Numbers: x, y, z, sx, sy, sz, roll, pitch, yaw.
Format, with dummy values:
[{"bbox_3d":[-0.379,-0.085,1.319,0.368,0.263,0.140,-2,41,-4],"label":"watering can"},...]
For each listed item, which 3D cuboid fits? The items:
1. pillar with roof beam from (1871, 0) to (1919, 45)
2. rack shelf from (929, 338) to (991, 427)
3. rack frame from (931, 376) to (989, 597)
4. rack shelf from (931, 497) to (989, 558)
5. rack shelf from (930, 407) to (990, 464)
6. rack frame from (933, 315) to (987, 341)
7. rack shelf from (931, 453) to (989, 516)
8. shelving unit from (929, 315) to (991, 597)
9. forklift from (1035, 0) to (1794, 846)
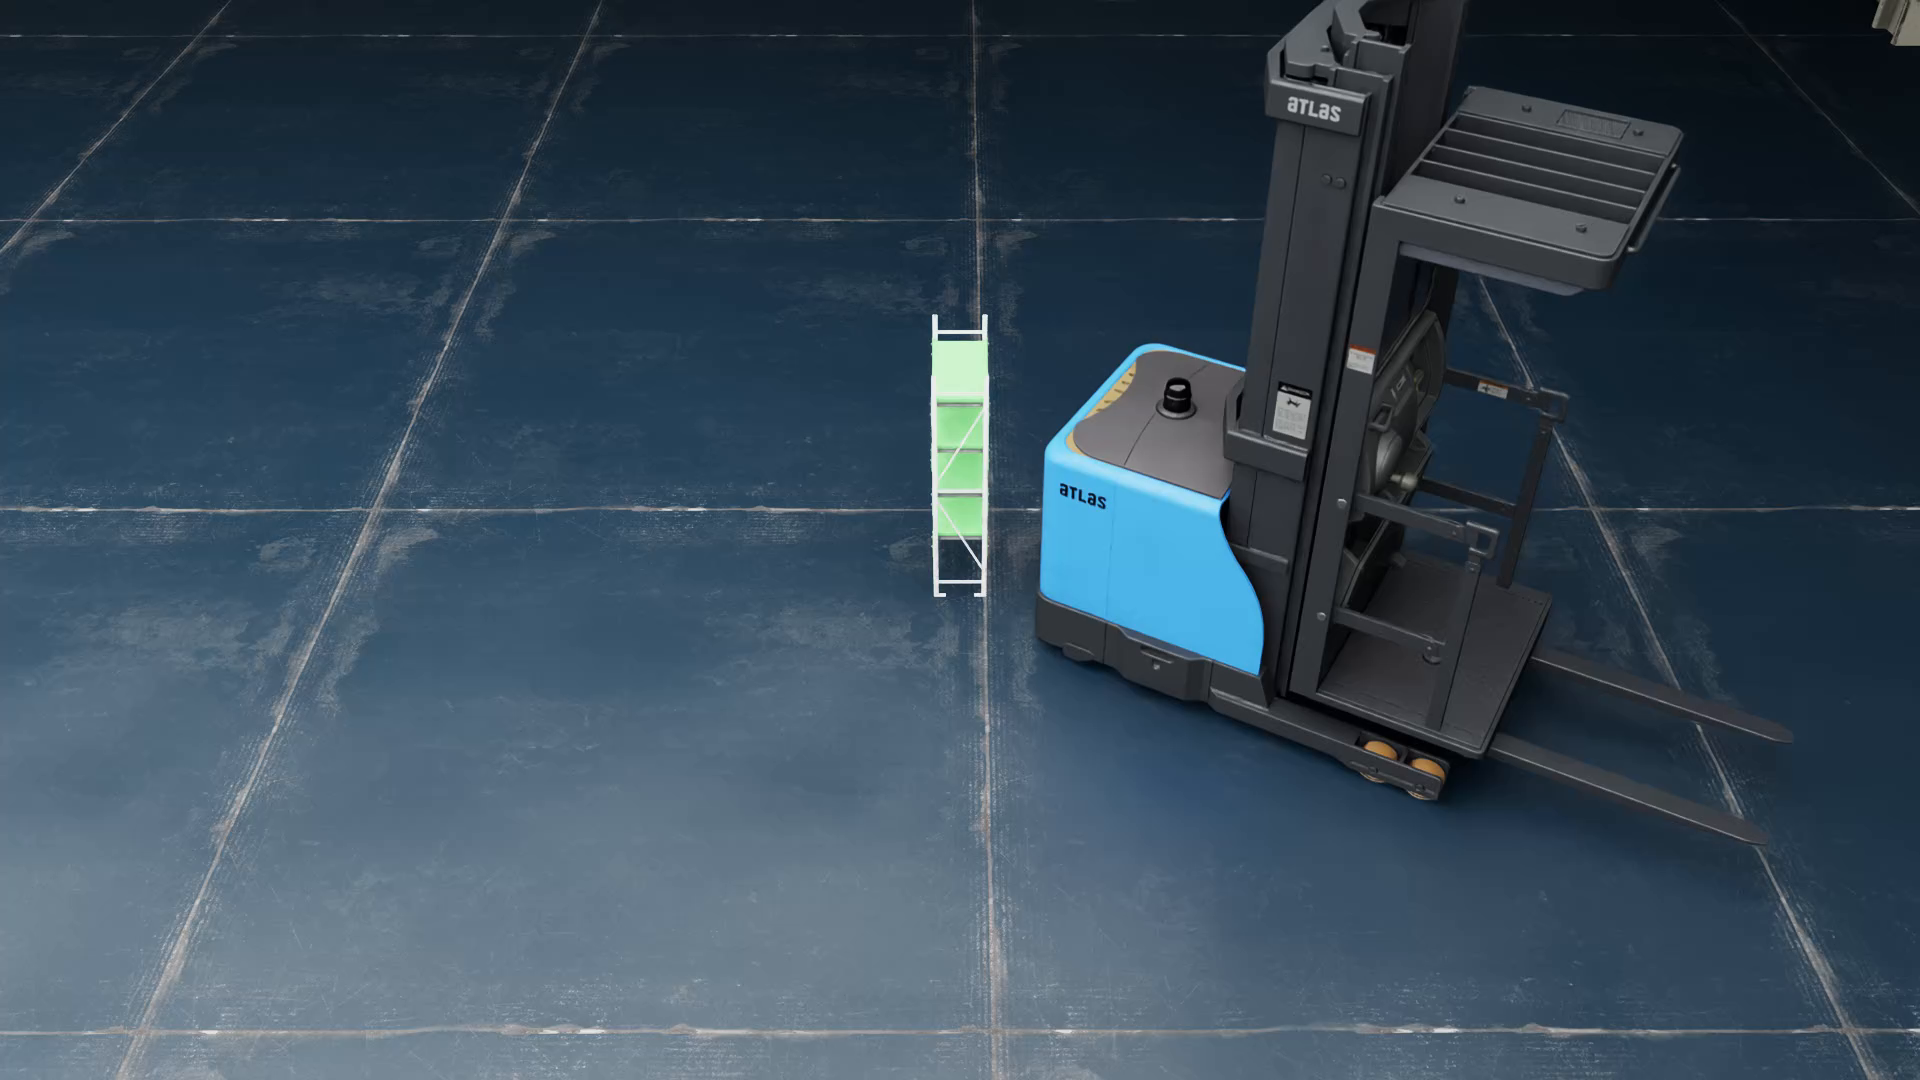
[{"bbox_3d":[2.985,-7.415,10.053,9.100,9.000,0.400,0,39,0],"label":"pillar with roof beam"},{"bbox_3d":[0.000,-0.689,7.231,0.258,0.148,0.480,0,39,0],"label":"rack shelf"},{"bbox_3d":[0.000,-0.212,7.301,0.240,1.200,0.015,0,39,0],"label":"rack frame"},{"bbox_3d":[0.000,-0.128,7.681,0.258,0.148,0.480,0,39,0],"label":"rack shelf"},{"bbox_3d":[0.000,-0.502,7.381,0.258,0.148,0.480,0,39,0],"label":"rack shelf"},{"bbox_3d":[0.000,-0.517,7.682,0.240,1.200,0.015,0,39,0],"label":"rack frame"},{"bbox_3d":[0.000,-0.315,7.531,0.258,0.148,0.480,0,39,0],"label":"rack shelf"},{"bbox_3d":[0.000,-0.365,7.491,0.258,1.200,0.503,0,39,0],"label":"shelving unit"},{"bbox_3d":[1.867,-0.481,6.252,3.031,2.935,1.130,20,43,23],"label":"forklift"}]
